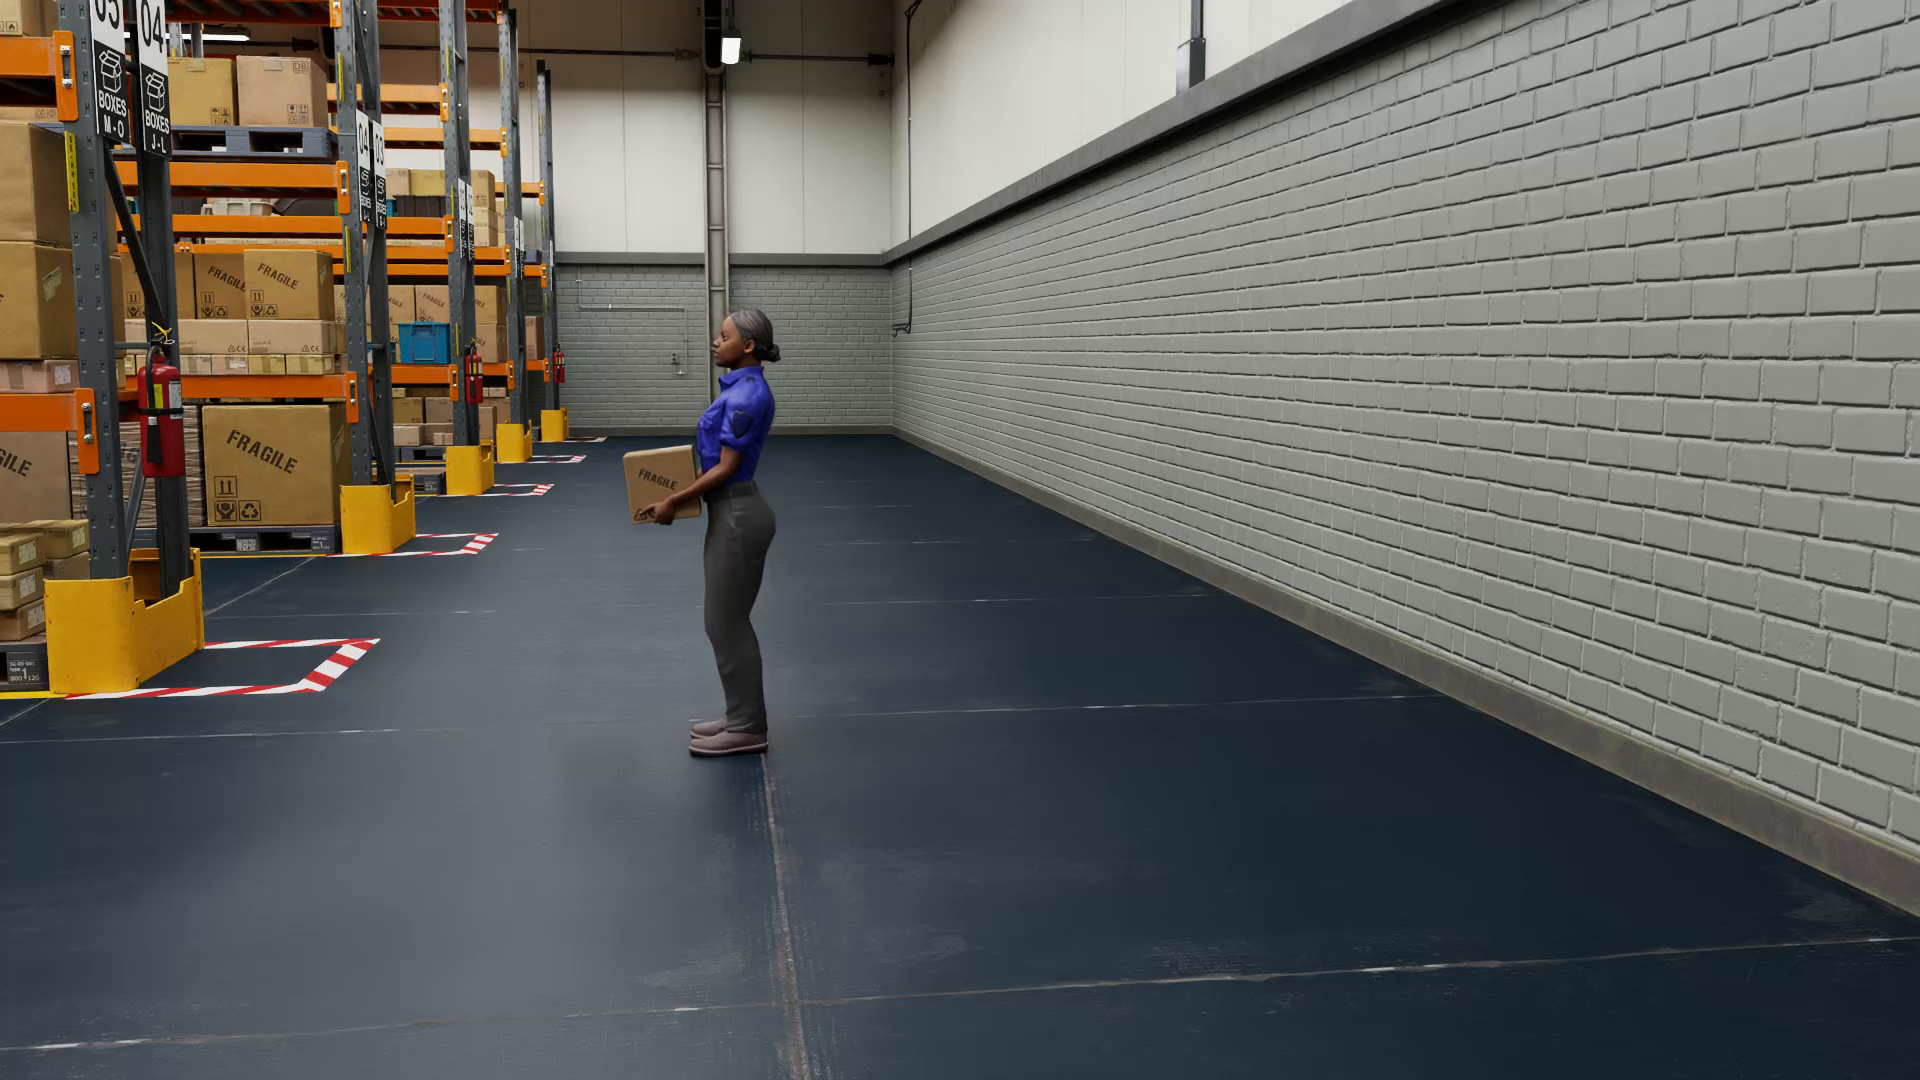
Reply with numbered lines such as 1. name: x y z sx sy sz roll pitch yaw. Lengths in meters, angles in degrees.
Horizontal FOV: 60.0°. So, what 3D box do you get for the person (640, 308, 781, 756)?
1. person: -0.923 -0.036 6.214 0.522 1.646 0.450 -1 7 -8
